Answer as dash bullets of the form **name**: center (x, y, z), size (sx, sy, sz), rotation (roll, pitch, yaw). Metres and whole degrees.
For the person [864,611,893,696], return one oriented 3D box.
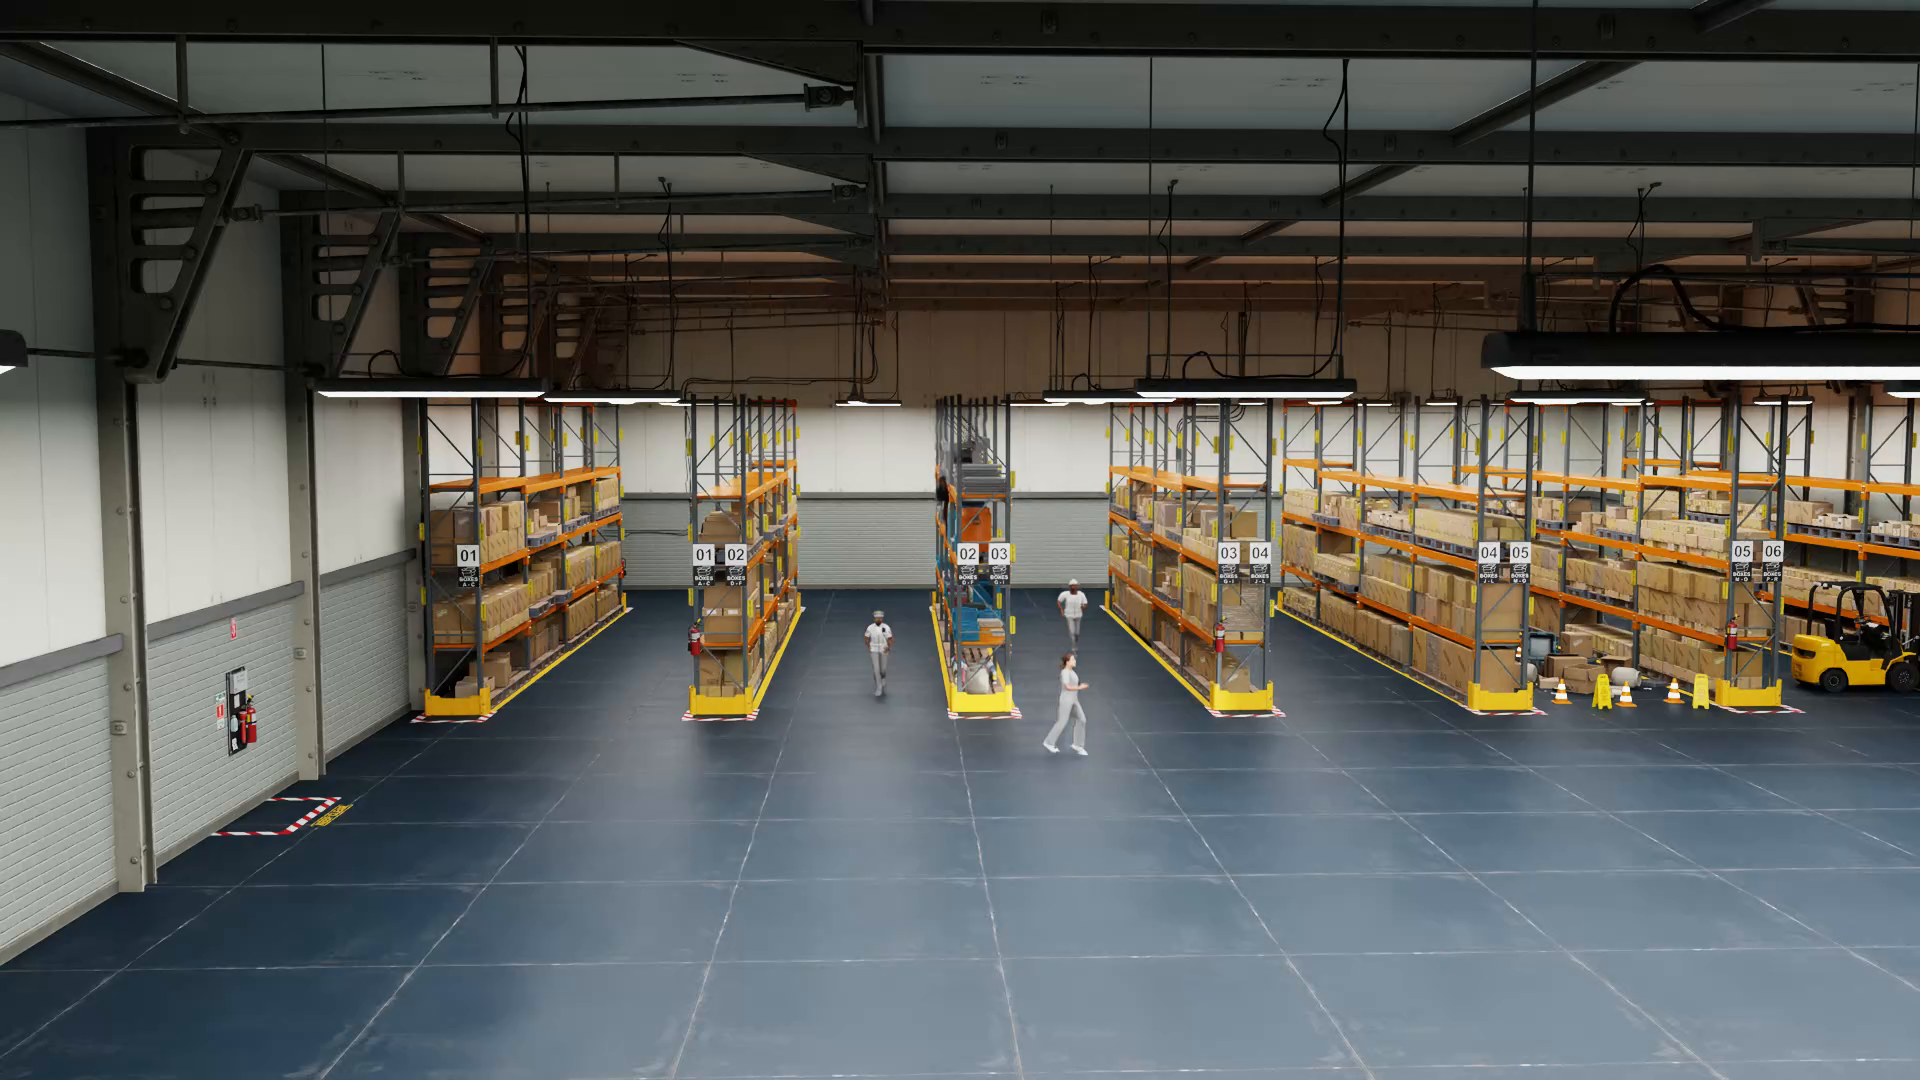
- **person**: center (-1.640, 2.253, 33.578), size (0.590, 1.683, 0.743), rotation (0, 5, -4)

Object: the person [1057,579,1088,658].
- **person**: center (2.631, 1.795, 38.664), size (0.698, 1.774, 0.853), rotation (-1, 5, -9)

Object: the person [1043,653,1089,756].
- **person**: center (1.760, 2.719, 27.501), size (0.775, 1.731, 0.580), rotation (2, 5, 21)

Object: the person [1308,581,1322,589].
- **person**: center (10.610, 1.064, 49.474), size (0.546, 1.558, 0.542), rotation (-3, 5, -30)
